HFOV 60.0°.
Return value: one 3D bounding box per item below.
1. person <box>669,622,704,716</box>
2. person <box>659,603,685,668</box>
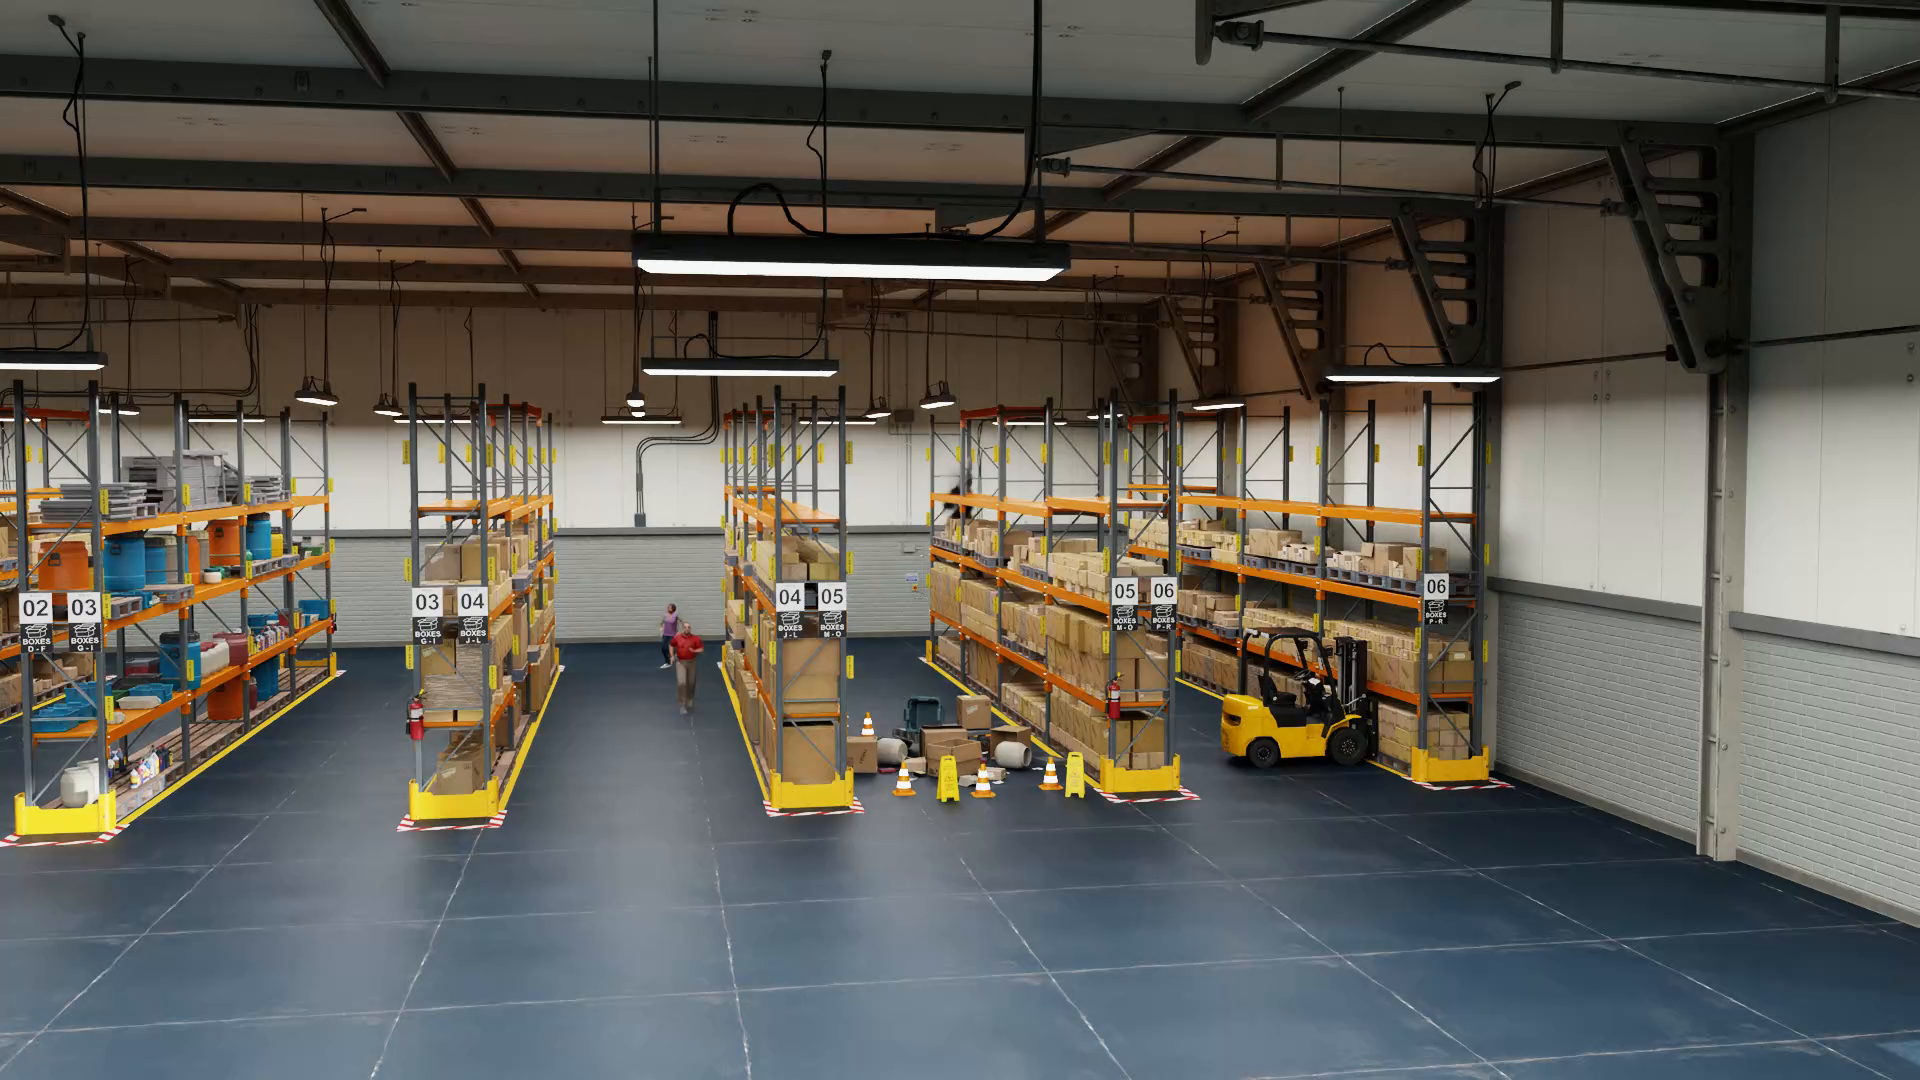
[{"bbox_3d":[-5.333,2.485,32.471,0.646,1.771,0.878,-1,3,-15],"label":"person"},{"bbox_3d":[-6.821,2.255,39.181,0.639,1.543,0.476,1,3,21],"label":"person"}]
